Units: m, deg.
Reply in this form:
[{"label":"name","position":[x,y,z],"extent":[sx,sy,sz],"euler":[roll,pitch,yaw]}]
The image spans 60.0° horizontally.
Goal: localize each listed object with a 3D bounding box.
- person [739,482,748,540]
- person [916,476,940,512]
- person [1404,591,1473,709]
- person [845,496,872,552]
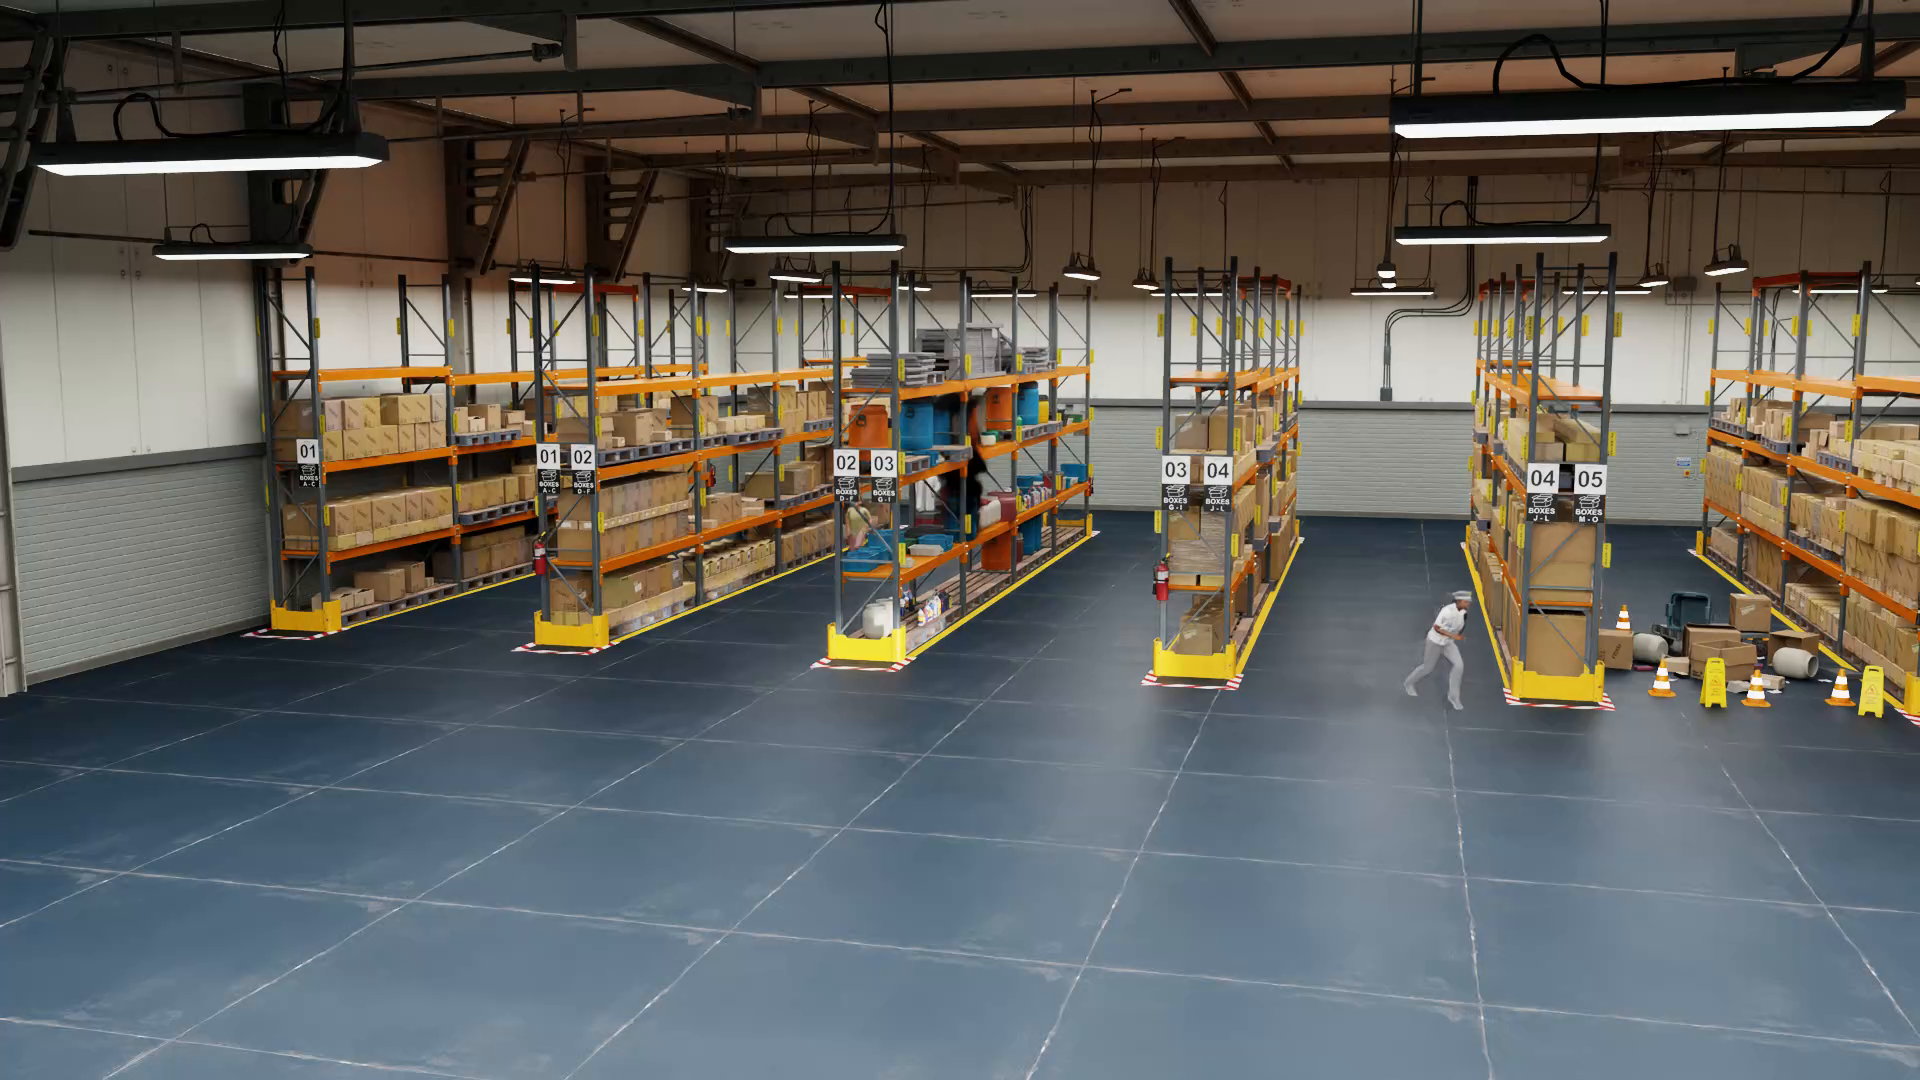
[{"label":"person","position":[-4.885,-0.507,37.267],"extent":[0.548,1.590,0.757],"euler":[2,7,12]},{"label":"person","position":[-0.838,-0.939,40.101],"extent":[0.711,1.765,0.880],"euler":[1,7,8]},{"label":"person","position":[6.402,1.433,22.272],"extent":[0.618,1.623,0.984],"euler":[-6,10,-40]},{"label":"person","position":[-2.084,-0.138,33.927],"extent":[0.570,1.563,0.607],"euler":[1,7,6]}]
